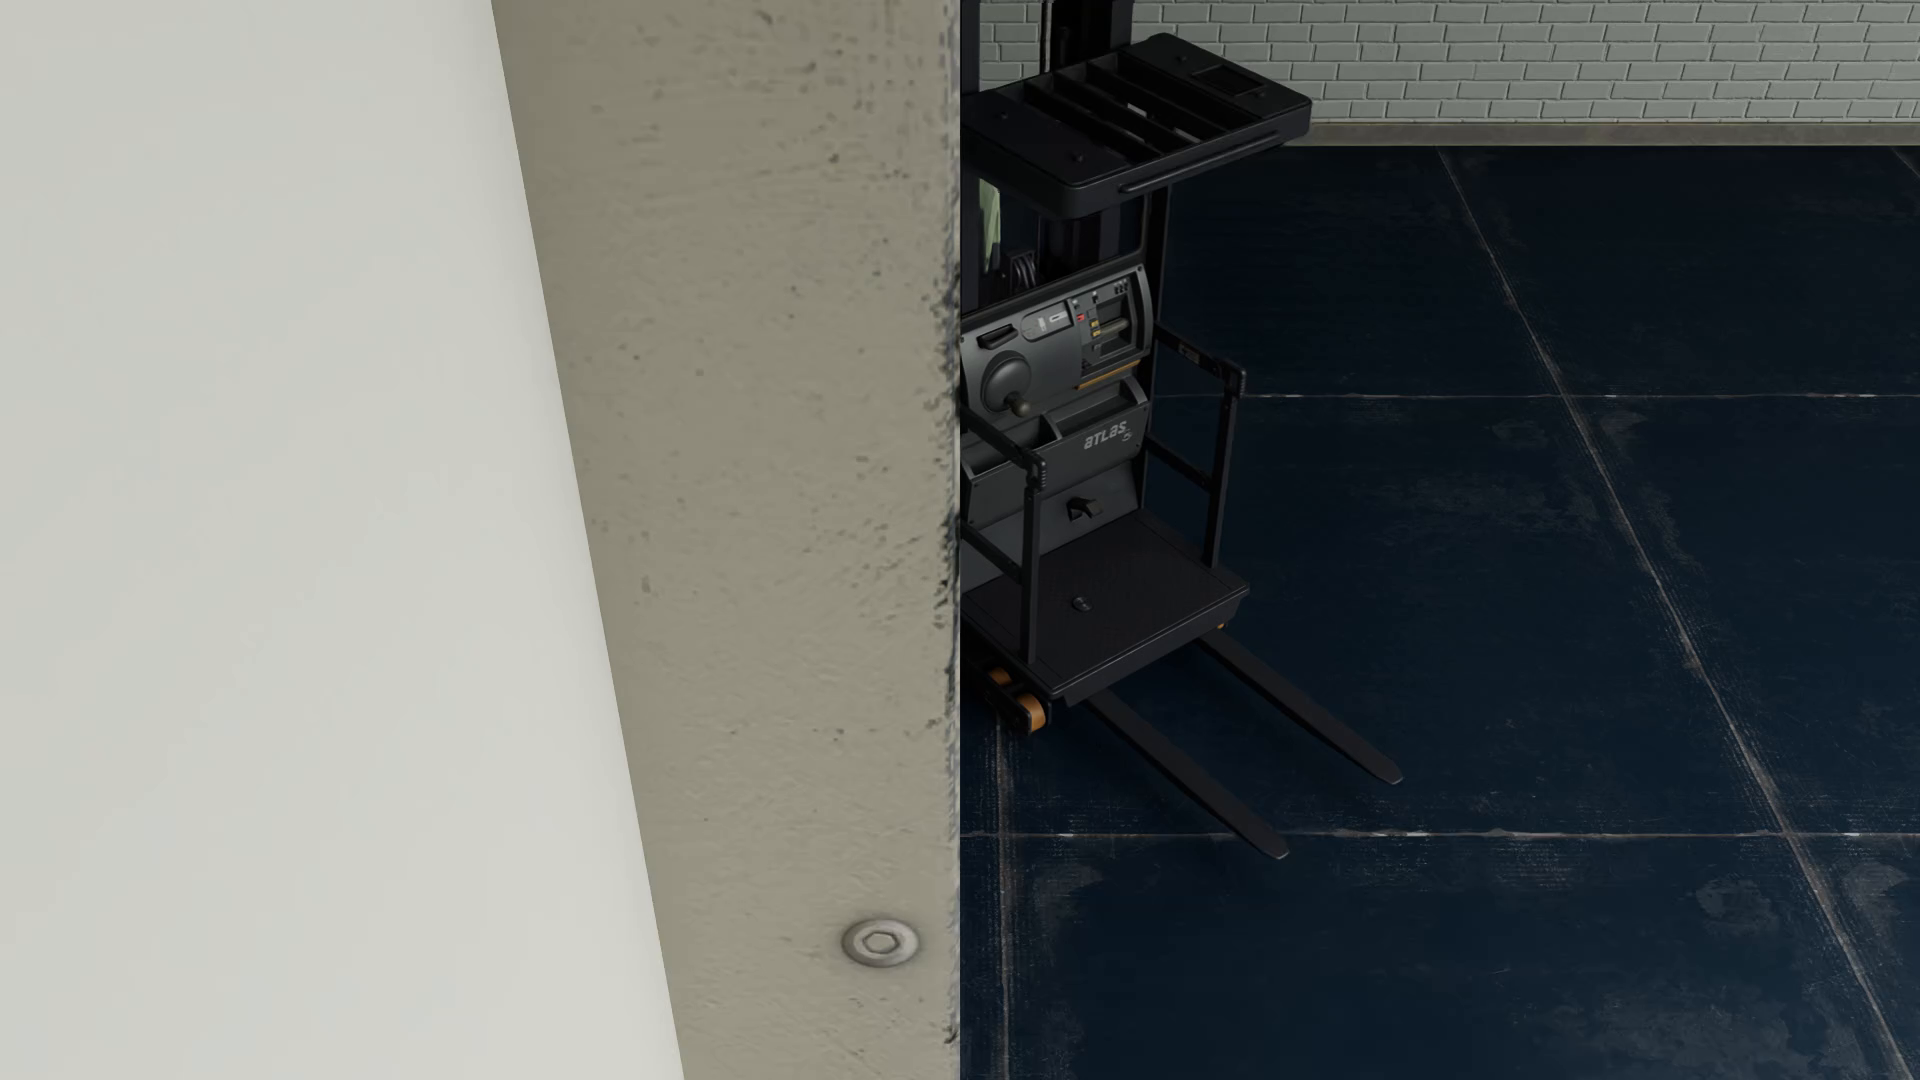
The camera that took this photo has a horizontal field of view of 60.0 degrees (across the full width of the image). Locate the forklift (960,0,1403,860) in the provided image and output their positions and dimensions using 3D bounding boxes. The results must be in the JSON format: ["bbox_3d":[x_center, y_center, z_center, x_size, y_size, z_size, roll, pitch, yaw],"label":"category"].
[{"bbox_3d":[0.502,-0.706,6.288,1.130,2.935,3.031,-25,45,-28],"label":"forklift"}]

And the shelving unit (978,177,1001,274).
[{"bbox_3d":[-0.044,-1.057,7.838,0.431,1.500,0.755,2,39,5],"label":"shelving unit"}]

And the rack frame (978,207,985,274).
[{"bbox_3d":[-0.079,-0.829,7.554,0.400,1.500,0.023,2,39,5],"label":"rack frame"}]

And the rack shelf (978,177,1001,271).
[{"bbox_3d":[-0.056,-1.362,7.594,0.431,0.370,0.720,2,39,5],"label":"rack shelf"}]

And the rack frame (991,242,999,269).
[{"bbox_3d":[-0.009,-1.286,8.122,0.400,1.500,0.023,2,39,5],"label":"rack frame"}]
